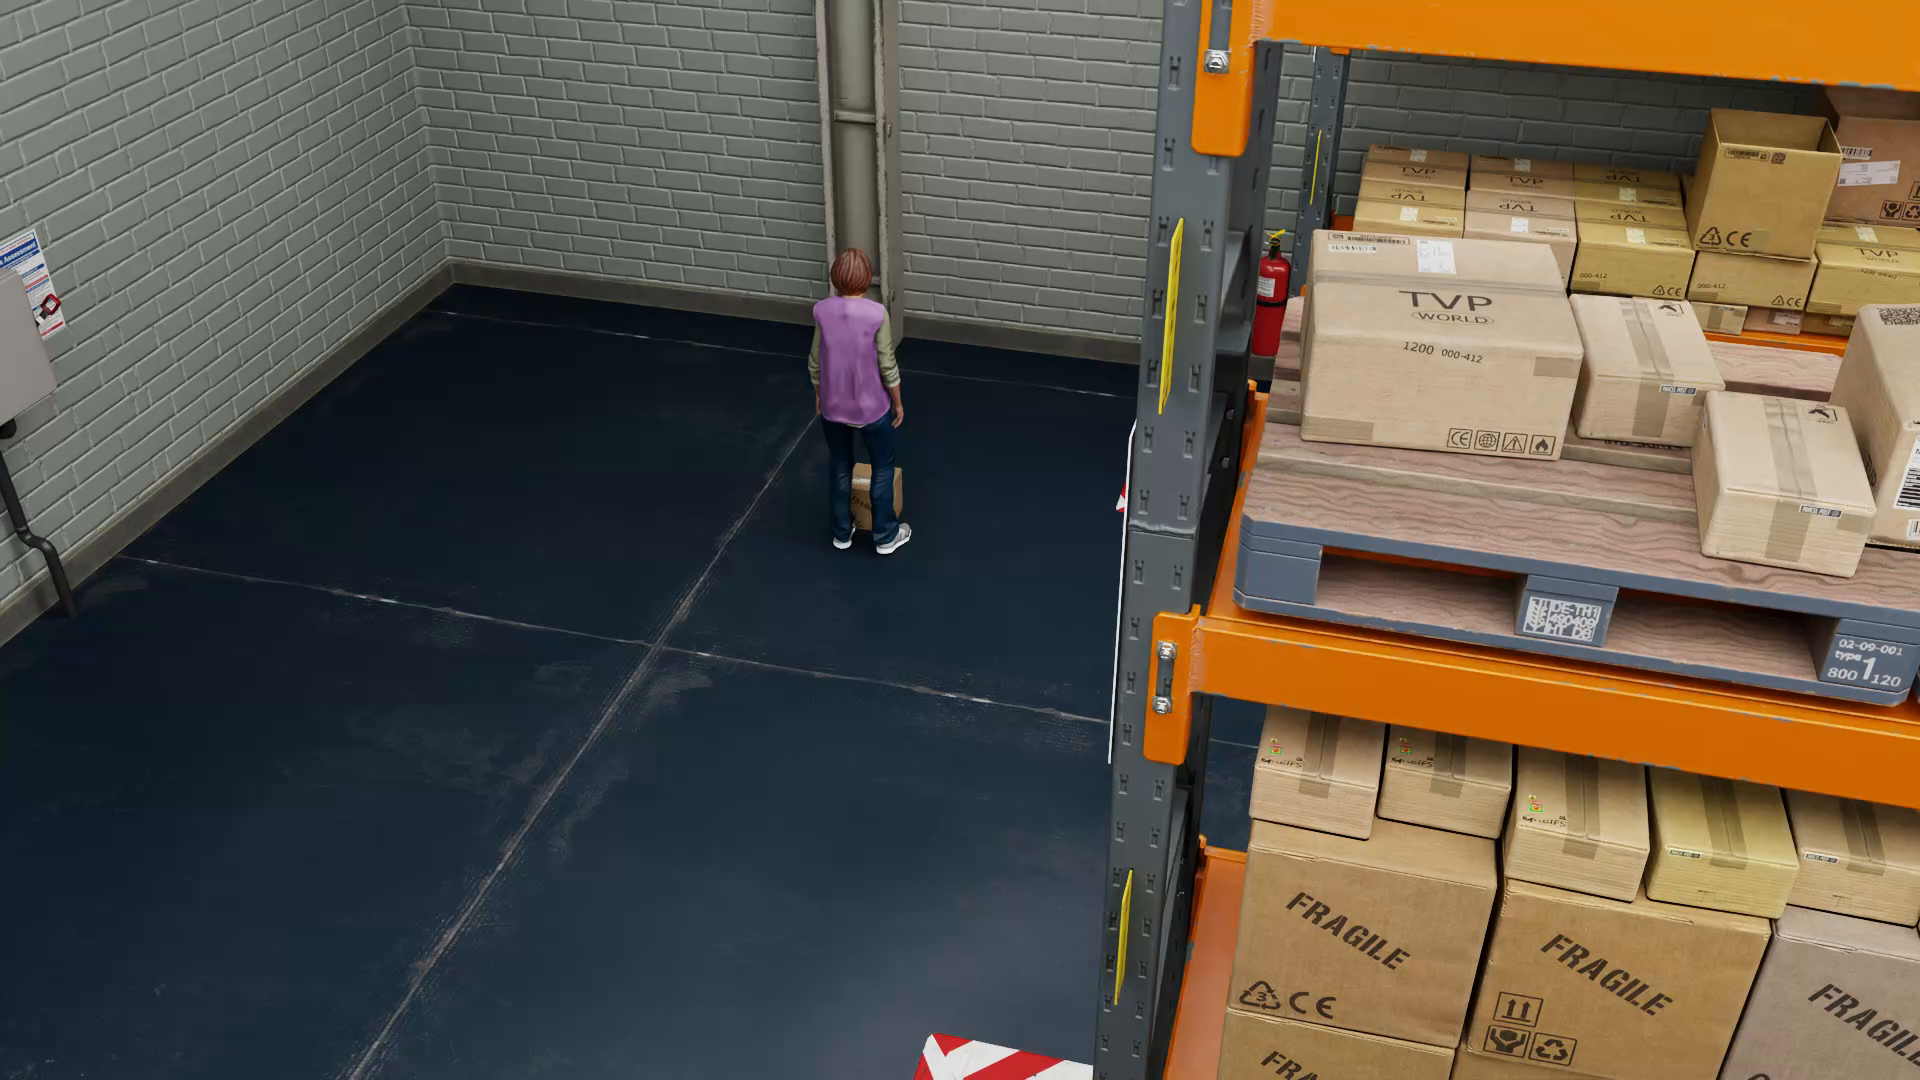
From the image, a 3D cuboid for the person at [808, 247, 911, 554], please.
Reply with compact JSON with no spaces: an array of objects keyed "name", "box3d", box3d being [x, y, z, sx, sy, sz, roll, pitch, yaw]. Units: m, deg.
[{"name":"person","box3d":[-0.506,-0.653,8.145,0.463,1.593,0.344,8,34,12]}]
